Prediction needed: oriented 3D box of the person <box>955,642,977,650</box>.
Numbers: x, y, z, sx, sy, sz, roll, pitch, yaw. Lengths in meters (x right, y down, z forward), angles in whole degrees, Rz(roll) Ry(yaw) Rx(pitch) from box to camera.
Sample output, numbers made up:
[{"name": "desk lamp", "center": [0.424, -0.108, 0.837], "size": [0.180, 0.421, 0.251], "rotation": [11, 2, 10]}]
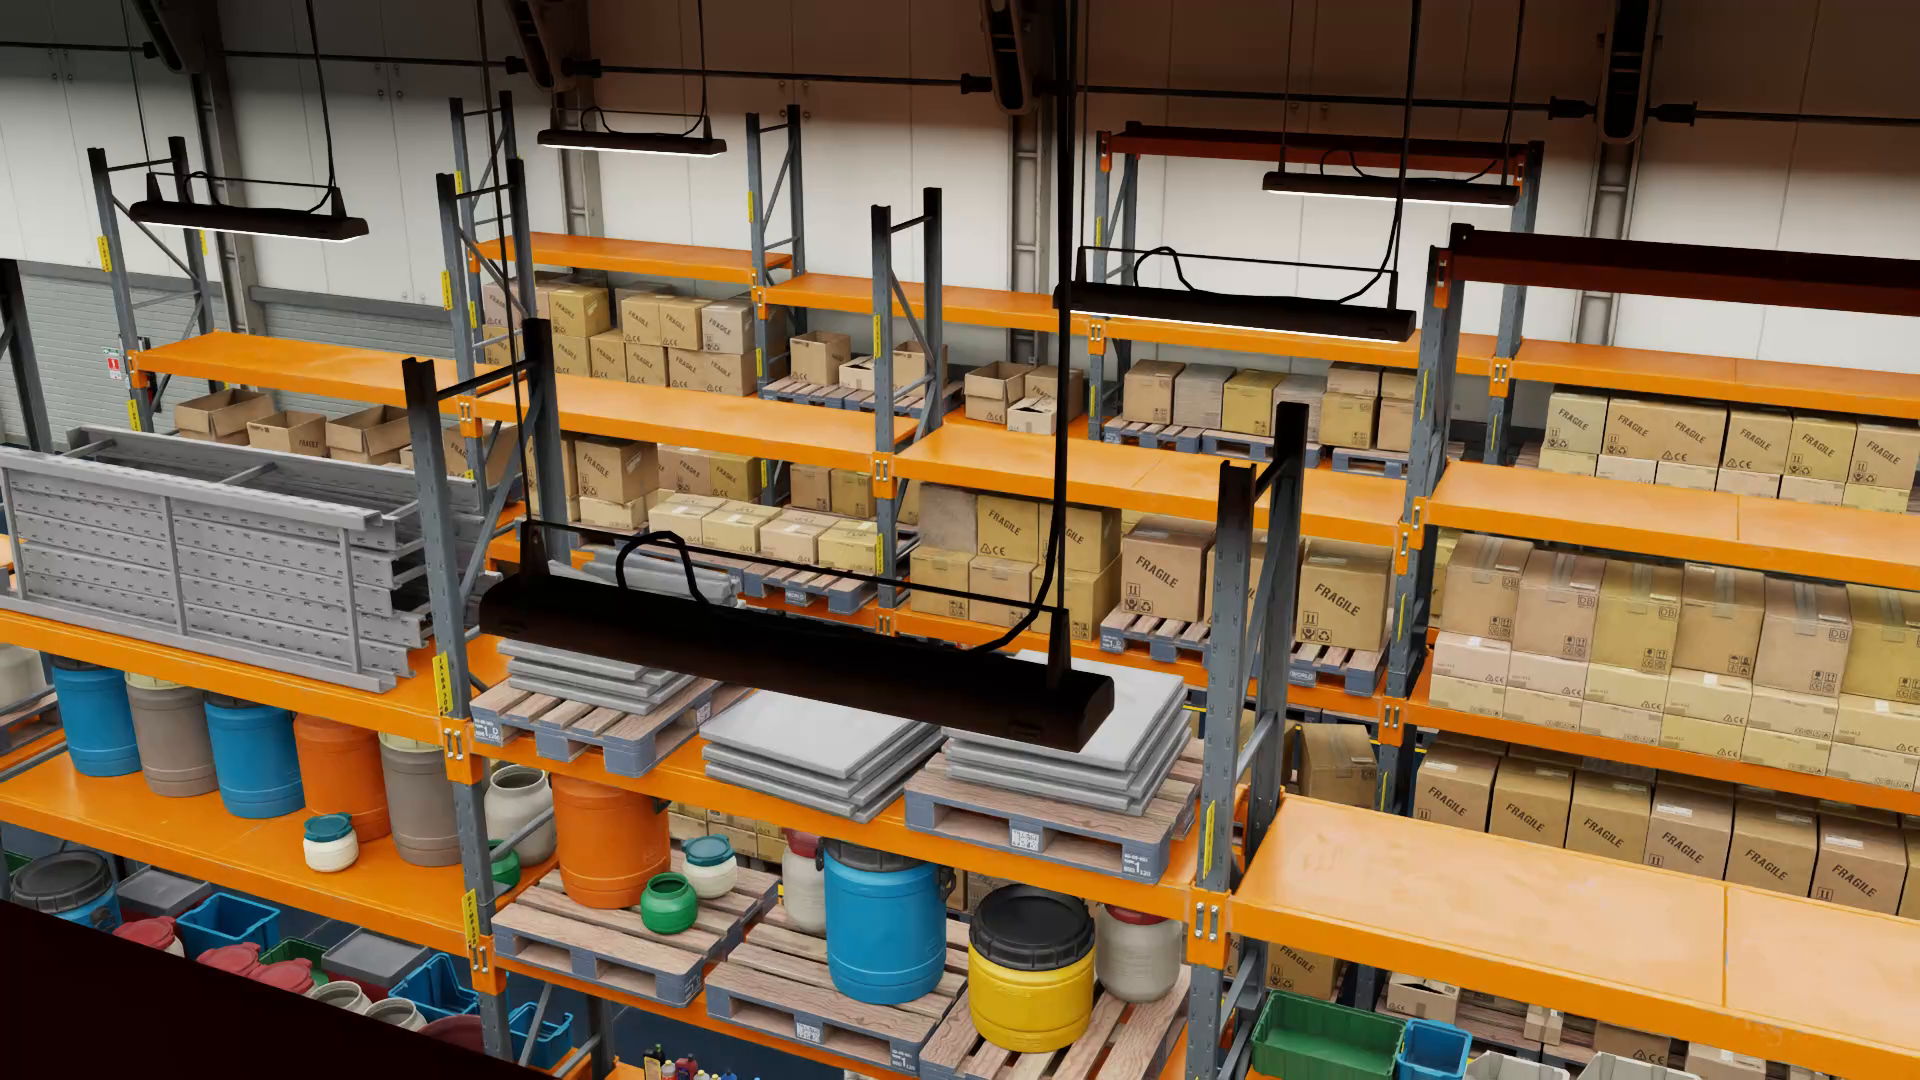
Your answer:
[{"name": "person", "center": [-0.056, 1.254, 16.871], "size": [0.710, 1.793, 0.551], "rotation": [1, 21, 3]}]

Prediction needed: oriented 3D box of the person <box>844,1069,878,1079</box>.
[{"name": "person", "center": [-0.585, 3.545, 10.886], "size": [0.344, 1.705, 0.519], "rotation": [0, 21, 0]}]
